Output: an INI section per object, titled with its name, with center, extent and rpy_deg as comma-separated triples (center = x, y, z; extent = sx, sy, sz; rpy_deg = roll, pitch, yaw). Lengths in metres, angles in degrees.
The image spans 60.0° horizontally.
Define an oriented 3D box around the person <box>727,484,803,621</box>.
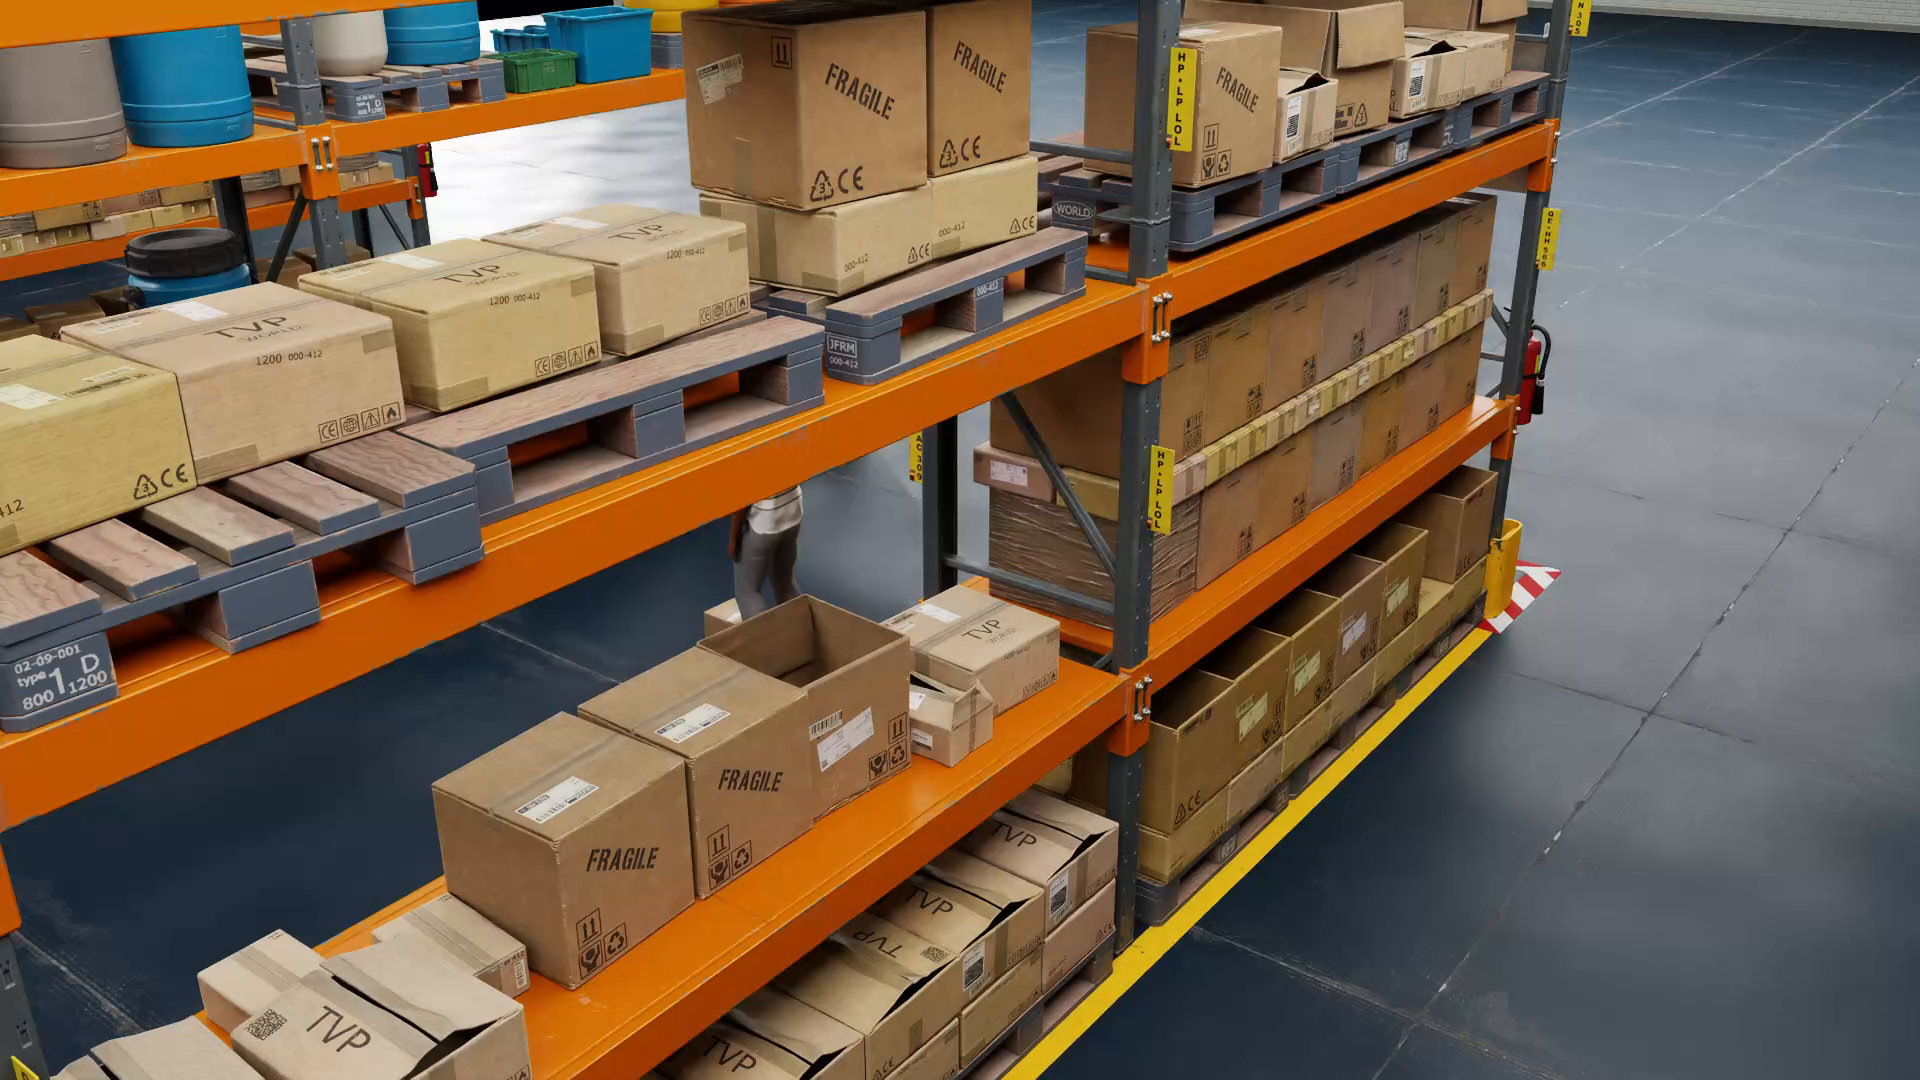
[person]
center = -1.041, -0.088, 8.801
extent = 0.398, 1.659, 0.529
rpy_deg = 15, 28, 30
